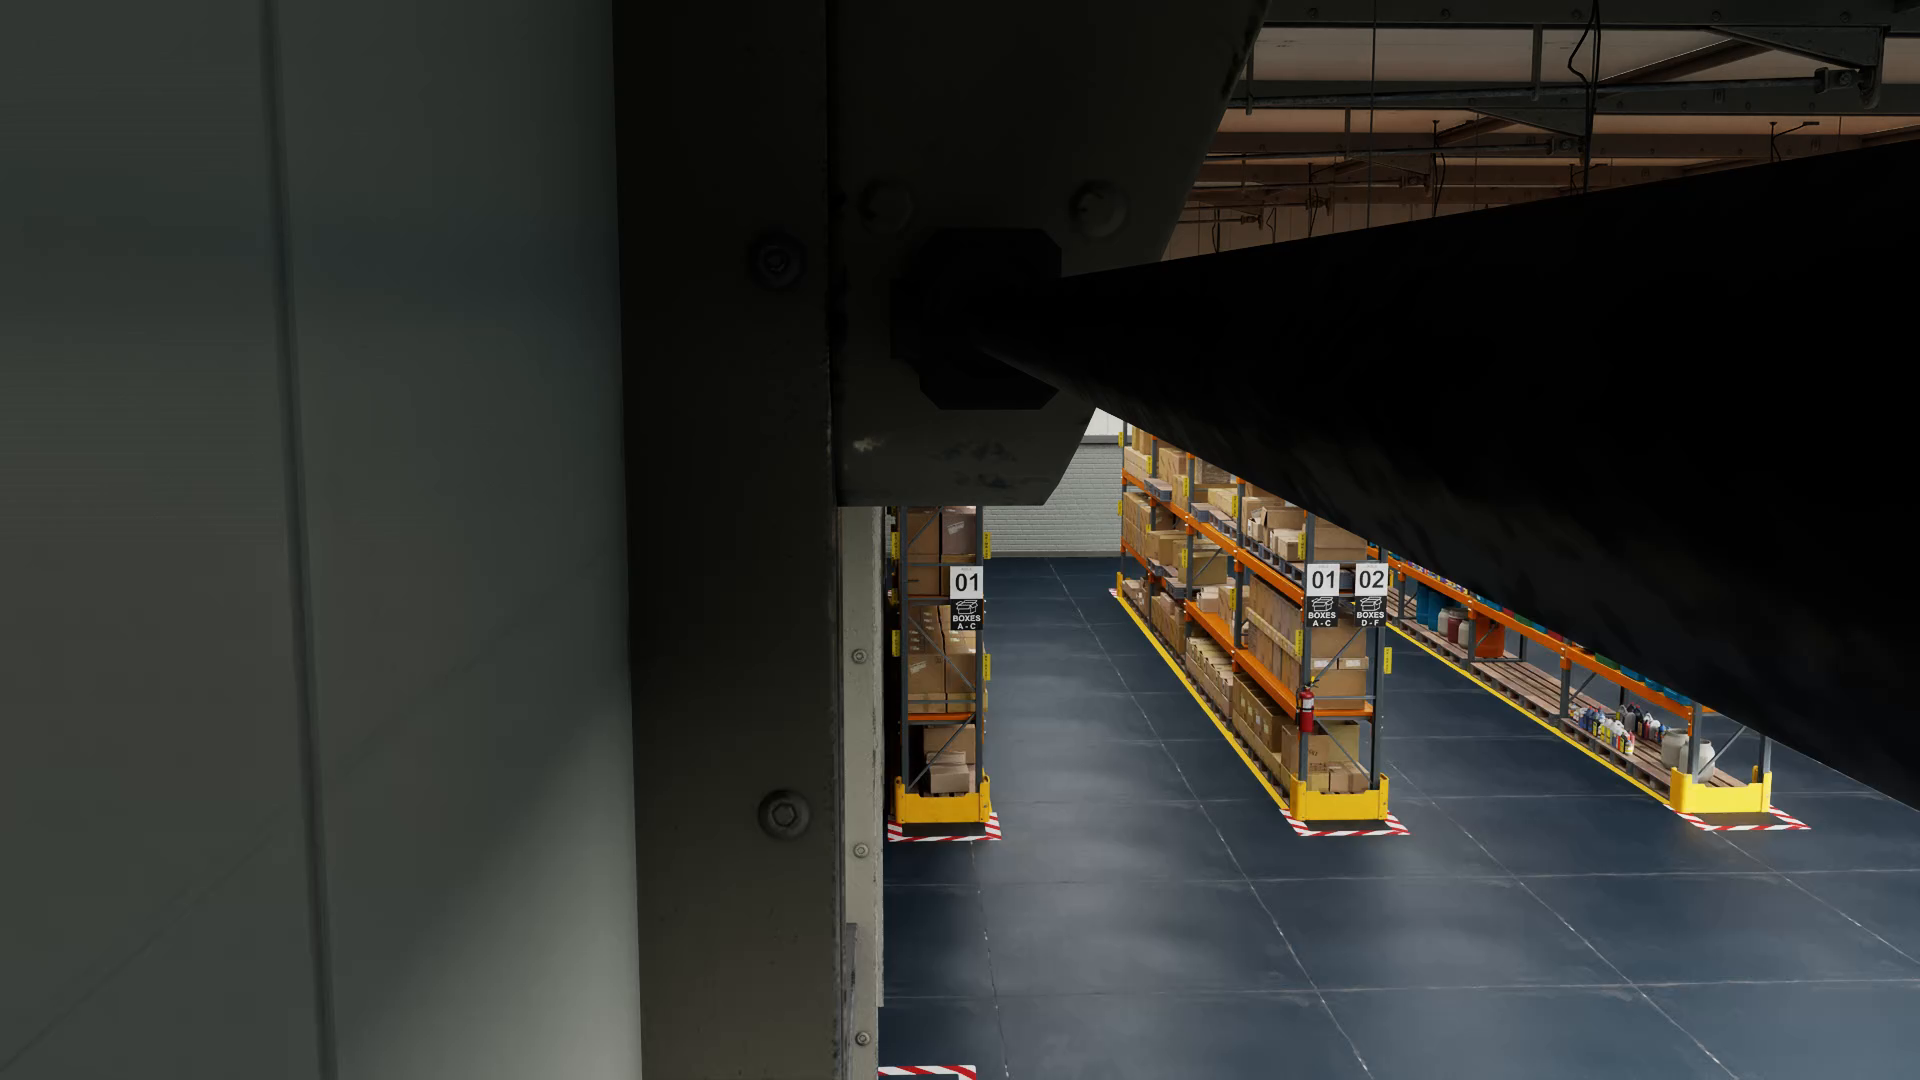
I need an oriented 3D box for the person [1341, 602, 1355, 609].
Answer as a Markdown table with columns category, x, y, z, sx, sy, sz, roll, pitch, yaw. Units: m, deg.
| category | x | y | z | sx | sy | sz | roll | pitch | yaw |
| --- | --- | --- | --- | --- | --- | --- | --- | --- | --- |
| person | 6.831 | 1.318 | 30.080 | 0.658 | 1.668 | 0.781 | -2 | 8 | -13 |
